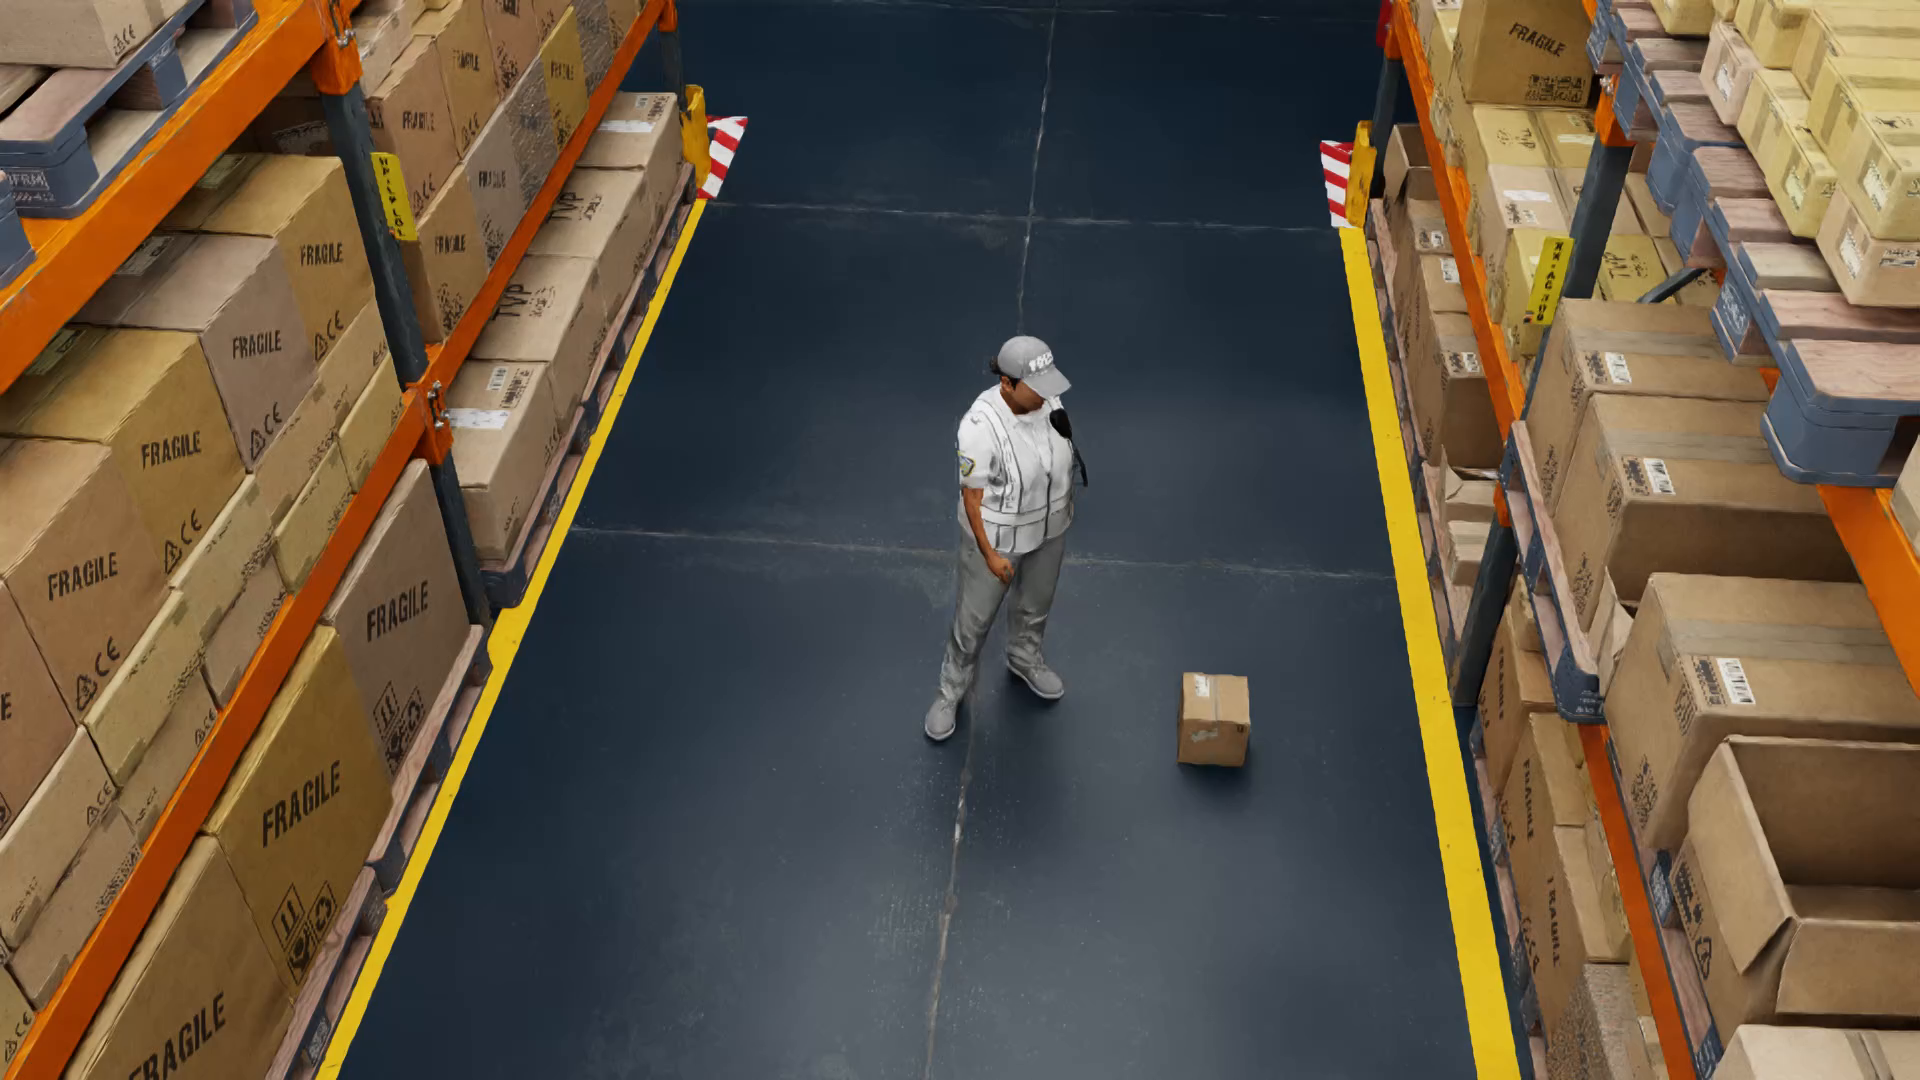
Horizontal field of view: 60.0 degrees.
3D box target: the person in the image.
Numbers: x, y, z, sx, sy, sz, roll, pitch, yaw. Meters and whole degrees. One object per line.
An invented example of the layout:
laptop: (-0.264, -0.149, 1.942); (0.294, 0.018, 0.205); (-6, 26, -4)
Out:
person: (0.127, -0.008, 6.150); (0.679, 1.665, 0.384); (-27, 47, -28)
